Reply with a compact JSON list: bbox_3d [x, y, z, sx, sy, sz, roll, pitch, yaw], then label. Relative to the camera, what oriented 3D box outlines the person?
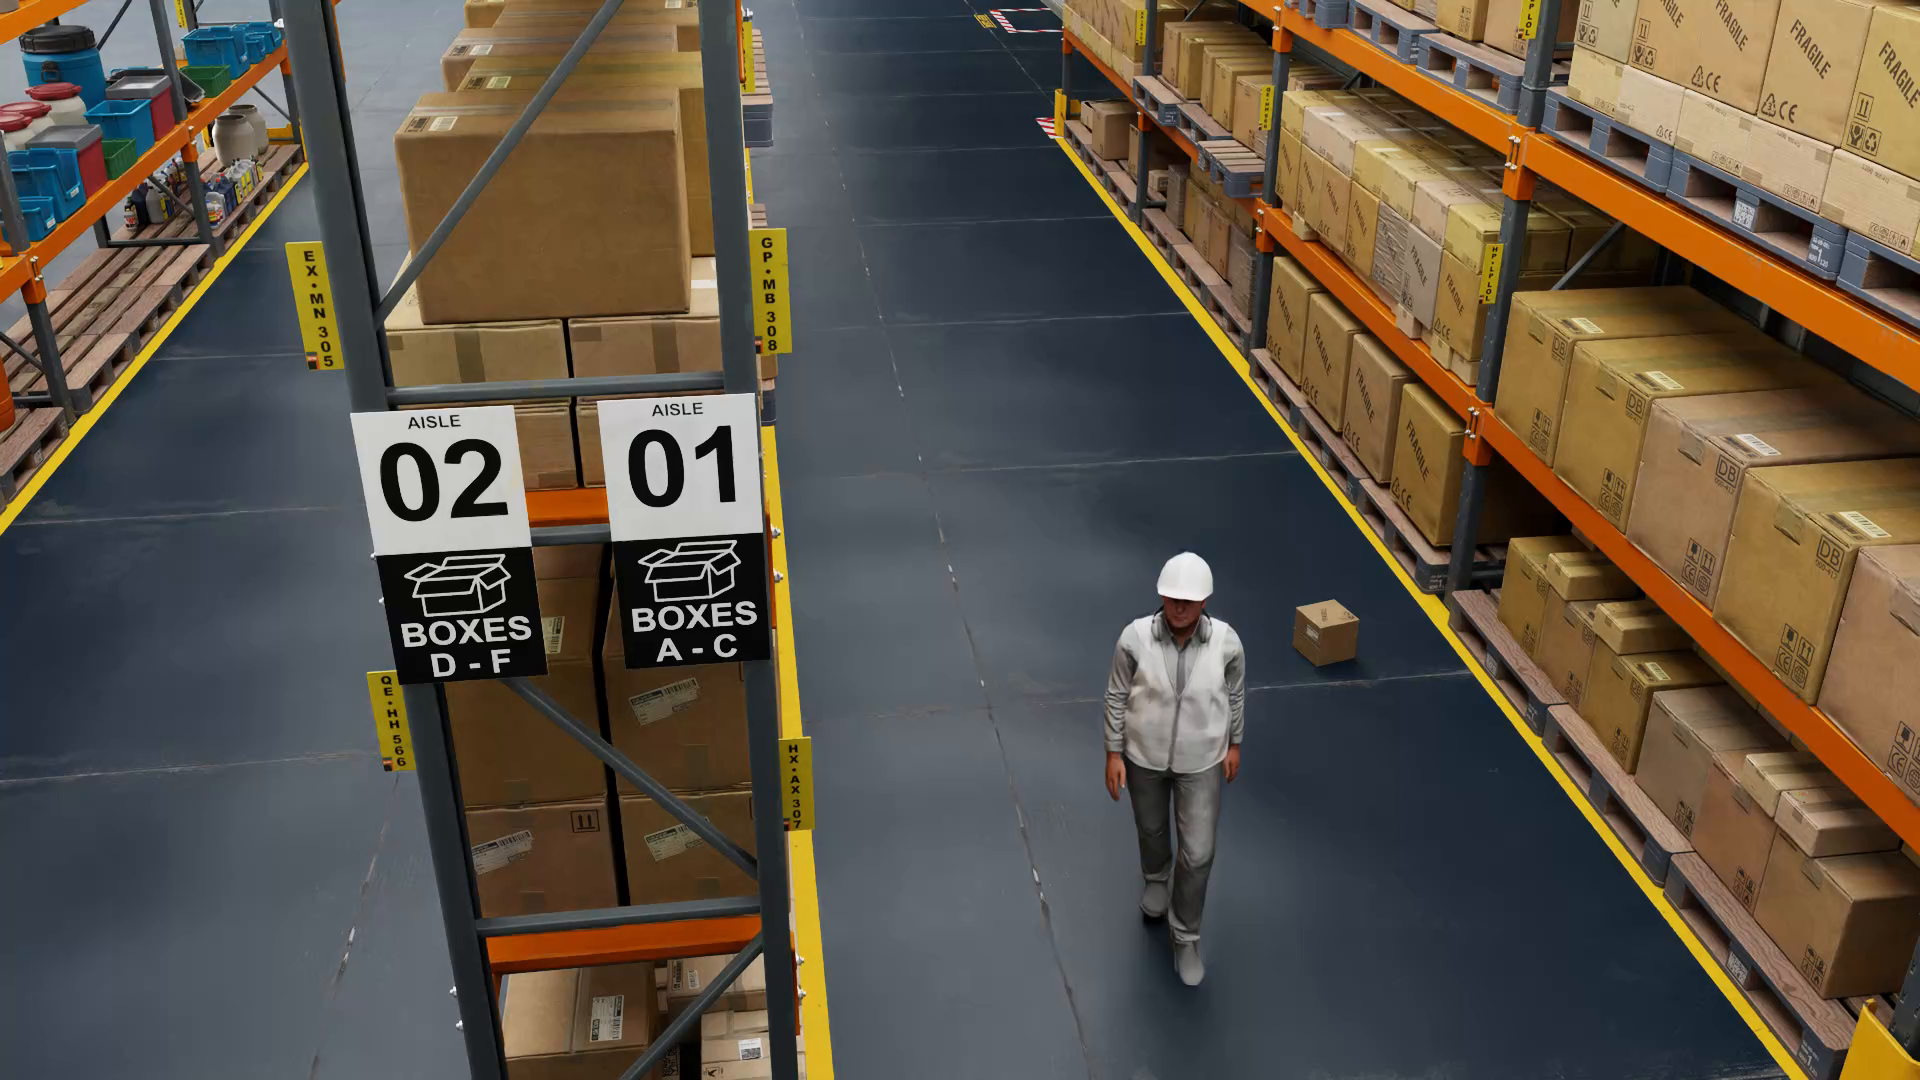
[{"bbox_3d":[0.863,0.916,6.821,0.571,1.831,0.667,5,27,9],"label":"person"}]
